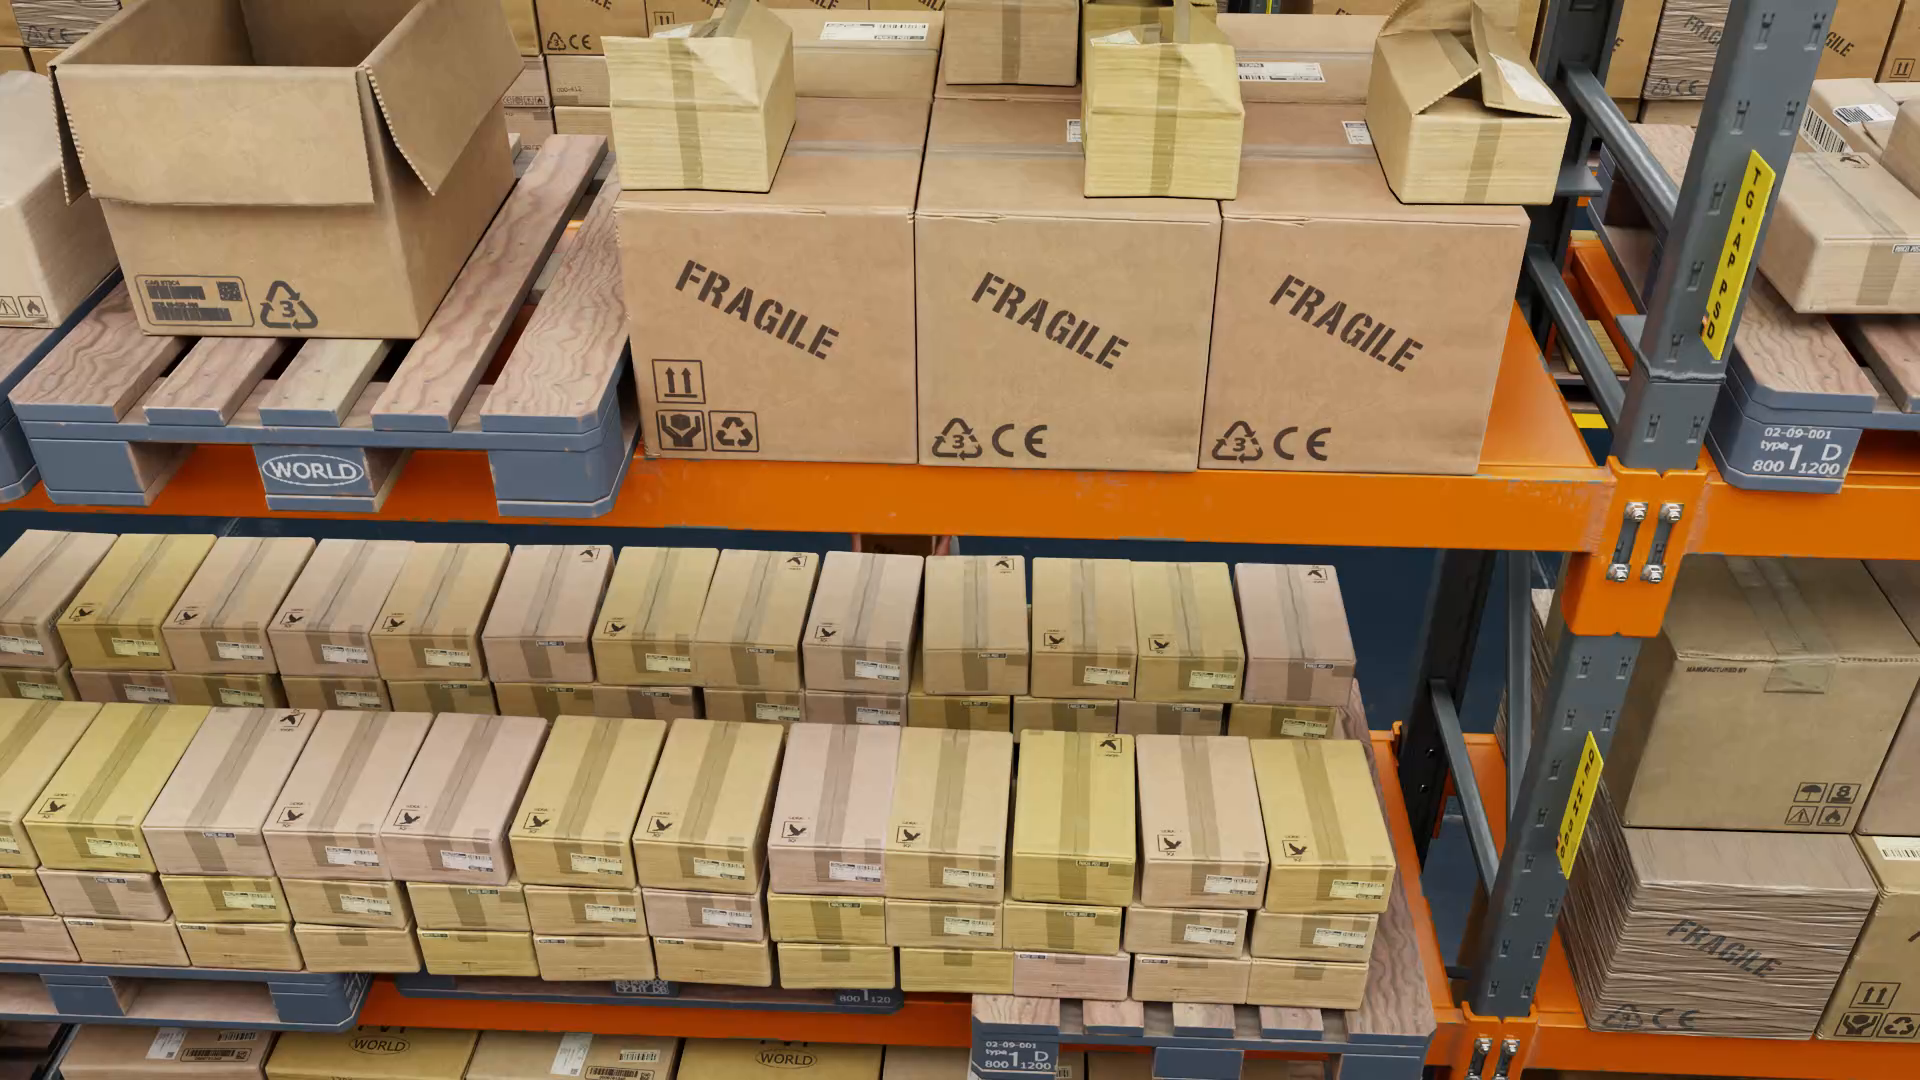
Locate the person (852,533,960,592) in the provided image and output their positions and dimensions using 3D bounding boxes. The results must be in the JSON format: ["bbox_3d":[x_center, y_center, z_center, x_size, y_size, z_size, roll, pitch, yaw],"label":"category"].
[{"bbox_3d":[-0.192,0.002,6.124,0.507,1.765,0.576,1,35,2],"label":"person"}]
